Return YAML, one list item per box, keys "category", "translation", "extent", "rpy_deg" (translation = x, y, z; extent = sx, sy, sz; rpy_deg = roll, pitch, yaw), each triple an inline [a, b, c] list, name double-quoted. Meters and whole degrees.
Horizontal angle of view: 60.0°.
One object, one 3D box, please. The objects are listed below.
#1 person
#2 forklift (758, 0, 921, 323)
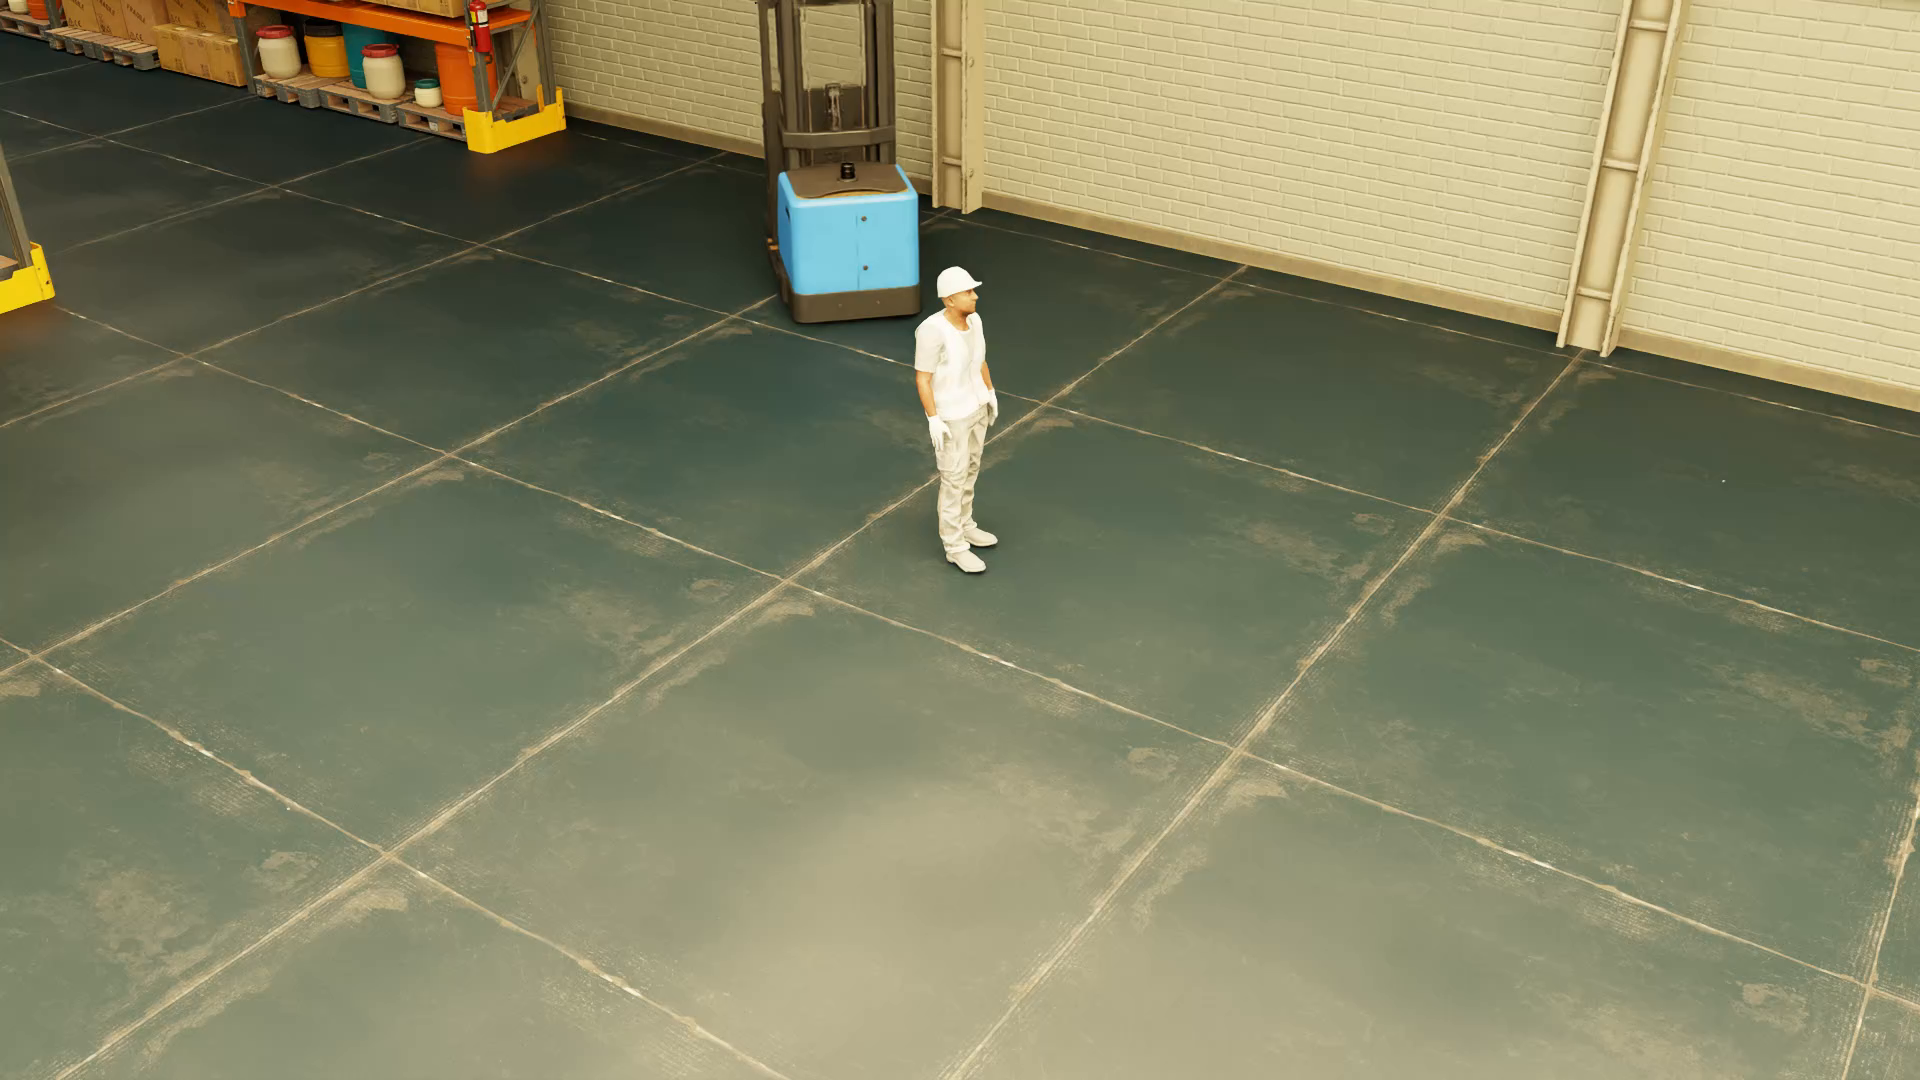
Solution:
- category: "person"
  translation: [0.055, -0.754, 10.008]
  extent: [0.577, 1.781, 0.656]
  rpy_deg: [19, 35, 29]
- category: "forklift"
  translation: [-1.134, -3.735, 14.013]
  extent: [1.130, 2.935, 3.031]
  rpy_deg: [-6, 31, -11]
